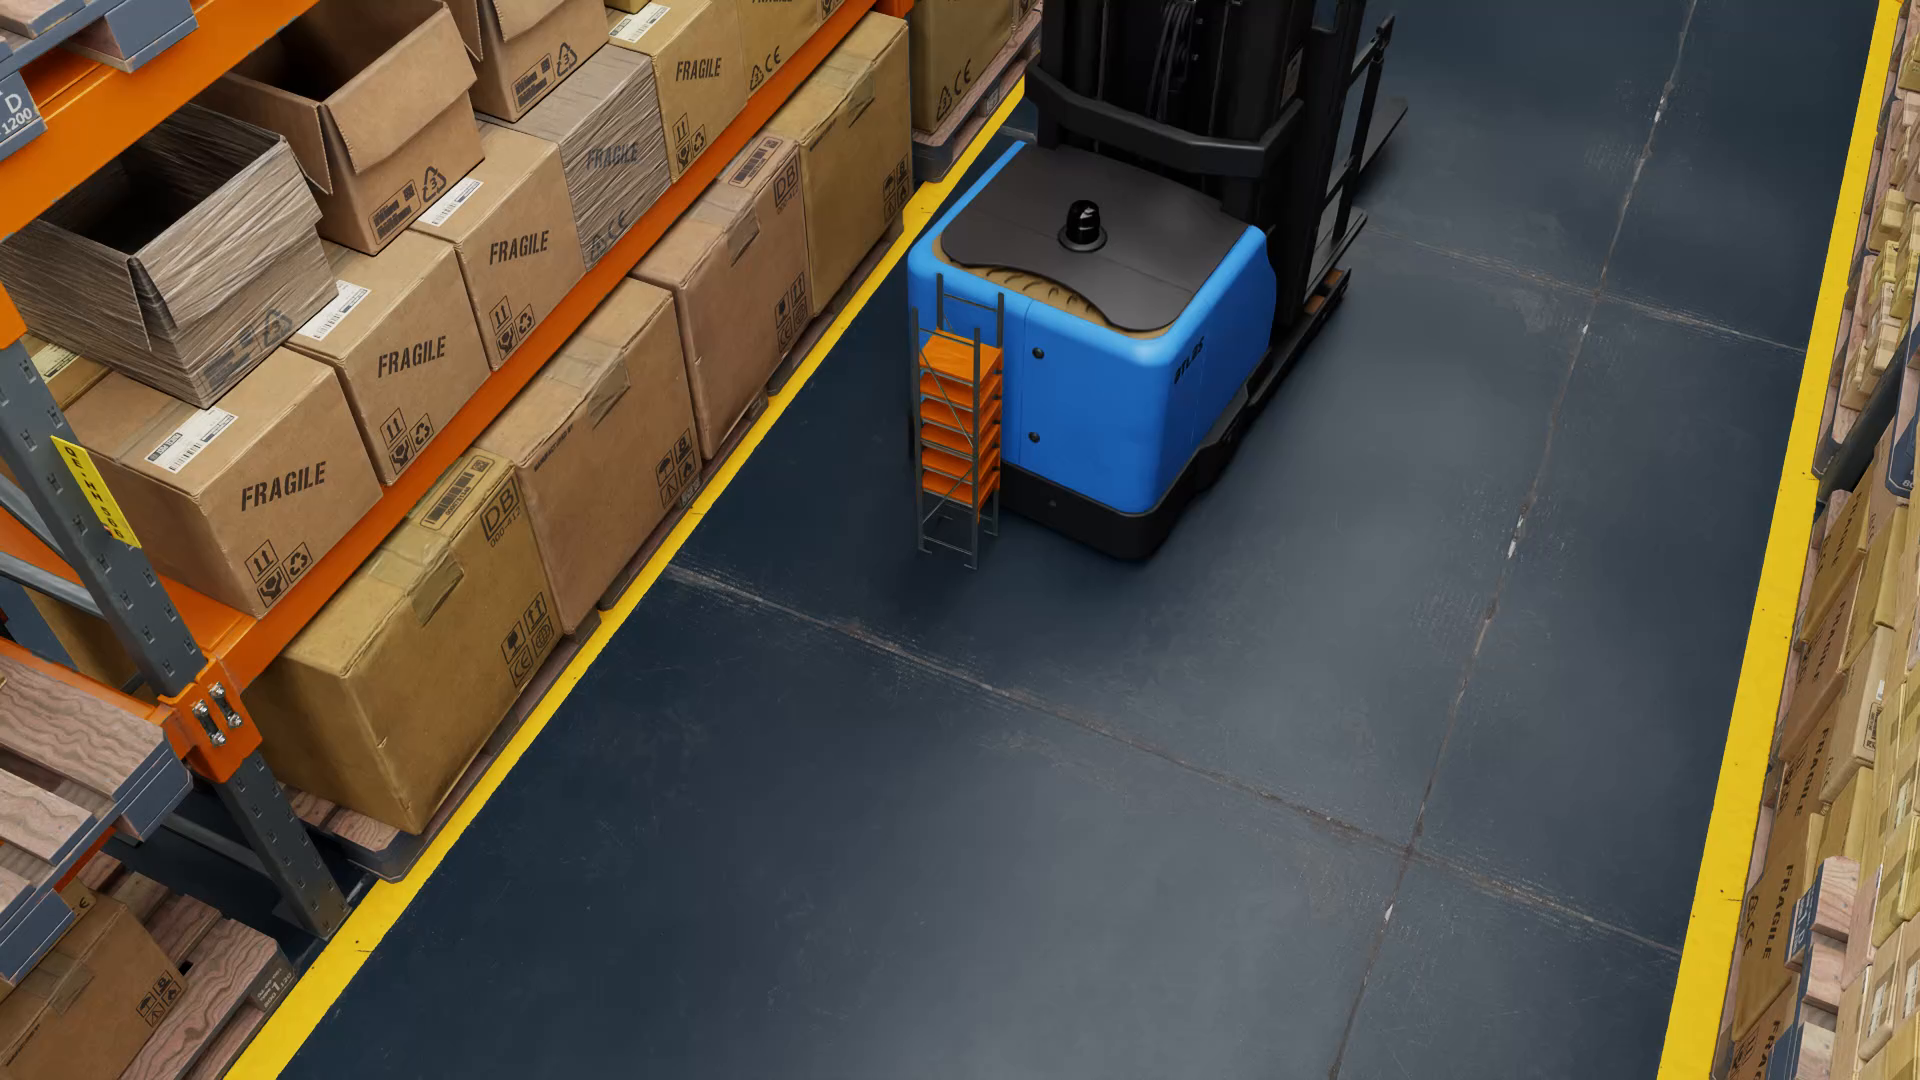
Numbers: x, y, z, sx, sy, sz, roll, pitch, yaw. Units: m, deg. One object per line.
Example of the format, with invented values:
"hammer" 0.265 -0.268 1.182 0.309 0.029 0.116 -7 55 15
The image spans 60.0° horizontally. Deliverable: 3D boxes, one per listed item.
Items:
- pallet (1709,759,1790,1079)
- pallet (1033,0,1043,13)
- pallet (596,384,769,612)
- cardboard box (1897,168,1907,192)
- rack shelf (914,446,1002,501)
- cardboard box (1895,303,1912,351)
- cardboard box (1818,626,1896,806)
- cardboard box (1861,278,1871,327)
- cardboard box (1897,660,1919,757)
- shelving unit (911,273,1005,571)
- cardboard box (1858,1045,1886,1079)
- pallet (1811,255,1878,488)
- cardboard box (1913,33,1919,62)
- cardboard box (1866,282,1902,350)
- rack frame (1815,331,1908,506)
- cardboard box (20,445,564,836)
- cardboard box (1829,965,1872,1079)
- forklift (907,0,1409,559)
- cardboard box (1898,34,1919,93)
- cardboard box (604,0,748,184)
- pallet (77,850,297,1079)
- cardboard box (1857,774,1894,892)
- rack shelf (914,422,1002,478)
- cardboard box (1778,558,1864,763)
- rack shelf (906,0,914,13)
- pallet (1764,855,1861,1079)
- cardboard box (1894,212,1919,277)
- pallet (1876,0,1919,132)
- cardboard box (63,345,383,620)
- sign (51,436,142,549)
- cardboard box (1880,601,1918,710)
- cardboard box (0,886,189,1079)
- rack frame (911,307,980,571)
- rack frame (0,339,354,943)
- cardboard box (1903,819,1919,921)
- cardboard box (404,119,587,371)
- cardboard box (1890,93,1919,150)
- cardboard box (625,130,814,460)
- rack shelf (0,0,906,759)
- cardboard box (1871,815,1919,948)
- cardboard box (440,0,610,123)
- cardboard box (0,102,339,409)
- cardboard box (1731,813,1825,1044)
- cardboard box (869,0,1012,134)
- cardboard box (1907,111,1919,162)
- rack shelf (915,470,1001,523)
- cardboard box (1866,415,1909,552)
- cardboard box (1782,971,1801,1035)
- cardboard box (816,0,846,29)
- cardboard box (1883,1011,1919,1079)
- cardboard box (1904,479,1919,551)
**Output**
"pallet" 2.904 1.290 5.014 1.003 0.211 1.213 20 52 16
"pallet" 0.229 -3.115 8.762 1.003 0.211 1.213 20 52 16
"pallet" -1.468 -0.374 6.430 1.003 0.211 1.213 20 52 16
"cardboard box" 4.229 -1.457 7.117 0.380 0.149 0.250 21 53 17
"rack shelf" -0.006 -0.272 5.910 0.258 0.103 0.180 20 52 16
"cardboard box" 3.672 -0.728 6.106 0.380 0.149 0.250 21 53 17
"cardboard box" 2.754 0.577 4.662 0.500 0.250 0.500 22 53 17
"cardboard box" 3.856 -0.942 6.678 0.380 0.149 0.250 18 52 15
"cardboard box" 2.284 0.412 3.624 0.380 0.149 0.250 19 52 16
"shelving unit" -0.006 -0.379 5.785 0.258 1.200 0.189 20 52 16
"cardboard box" 1.846 1.121 3.020 0.380 0.149 0.250 21 53 17
"pallet" 4.010 -0.564 6.591 1.003 0.211 1.213 20 52 16
"cardboard box" 4.608 -2.271 7.613 0.380 0.149 0.250 21 53 17
"cardboard box" 3.707 -0.813 6.373 0.380 0.149 0.250 18 52 14
"rack frame" 3.755 -0.994 5.126 1.000 3.000 0.127 20 52 16
"cardboard box" -2.081 0.161 5.263 1.225 0.875 0.875 18 52 14
"cardboard box" 1.949 1.046 3.279 0.380 0.149 0.250 20 52 16
"forklift" 1.000 -1.993 6.021 1.130 2.935 3.031 25 54 20
"cardboard box" 4.605 -2.183 7.734 0.380 0.149 0.250 20 53 17
"cardboard box" -1.074 -1.598 5.575 0.500 0.500 0.500 19 52 16
"pallet" -2.730 1.519 4.819 1.003 0.211 1.213 20 52 16
"cardboard box" 2.169 0.699 3.575 0.380 0.149 0.250 19 52 16
"rack shelf" -0.006 -0.350 5.818 0.258 0.103 0.180 20 52 16
"cardboard box" 2.975 0.468 5.248 0.500 0.500 0.500 22 53 18
"rack shelf" 0.168 -3.821 8.004 1.077 0.370 4.000 20 52 16
"pallet" 2.255 1.297 3.302 1.213 0.211 1.003 20 52 16
"cardboard box" 3.845 -1.091 6.414 0.380 0.149 0.250 19 52 16
"pallet" 5.053 -2.244 8.021 1.003 0.211 1.213 20 52 16
"cardboard box" -1.941 -0.201 4.386 0.500 0.500 0.500 21 53 17
"sign" -1.900 -0.102 3.659 0.100 0.325 0.005 20 52 16
"cardboard box" 2.394 0.335 3.884 0.380 0.149 0.250 21 53 17
"cardboard box" -2.663 1.213 4.601 0.700 0.500 0.500 17 52 14
"rack frame" -0.045 -0.316 5.731 0.240 1.200 0.006 20 52 16
"rack frame" -2.395 0.077 4.215 1.000 3.000 0.127 20 52 16
"cardboard box" 2.062 0.674 3.206 0.380 0.149 0.250 21 53 17
"cardboard box" -1.507 -0.911 4.990 0.500 0.500 0.500 19 52 15
"cardboard box" 4.397 -1.833 7.437 0.380 0.149 0.250 17 52 14
"cardboard box" -1.322 -1.062 6.303 1.225 0.875 0.875 18 52 15
"rack shelf" -1.541 -1.067 5.661 1.077 0.370 4.000 20 52 16
"cardboard box" 2.068 0.755 3.332 0.380 0.149 0.250 21 53 17
"cardboard box" -1.507 -1.690 4.994 0.797 0.503 0.637 21 53 17
"cardboard box" -2.068 -0.778 4.219 0.797 0.503 0.637 21 53 17
"cardboard box" 2.528 1.171 4.650 0.500 0.500 0.500 18 52 14
"cardboard box" -0.332 -2.553 7.572 0.875 0.875 0.875 20 52 16
"cardboard box" 4.163 -1.650 6.890 0.380 0.149 0.250 18 52 15
"rack shelf" -0.006 -0.195 6.001 0.258 0.103 0.180 20 52 16
"cardboard box" 3.201 -0.140 5.273 0.500 0.250 0.500 18 52 15
"cardboard box" 2.307 1.284 4.061 0.500 0.250 0.500 20 53 17
"cardboard box" -0.639 -2.299 6.171 0.500 0.500 0.500 20 52 16
"cardboard box" 1.841 1.027 2.906 0.380 0.149 0.250 18 52 15
"cardboard box" 2.618 -0.026 4.192 0.380 0.149 0.250 19 52 15
